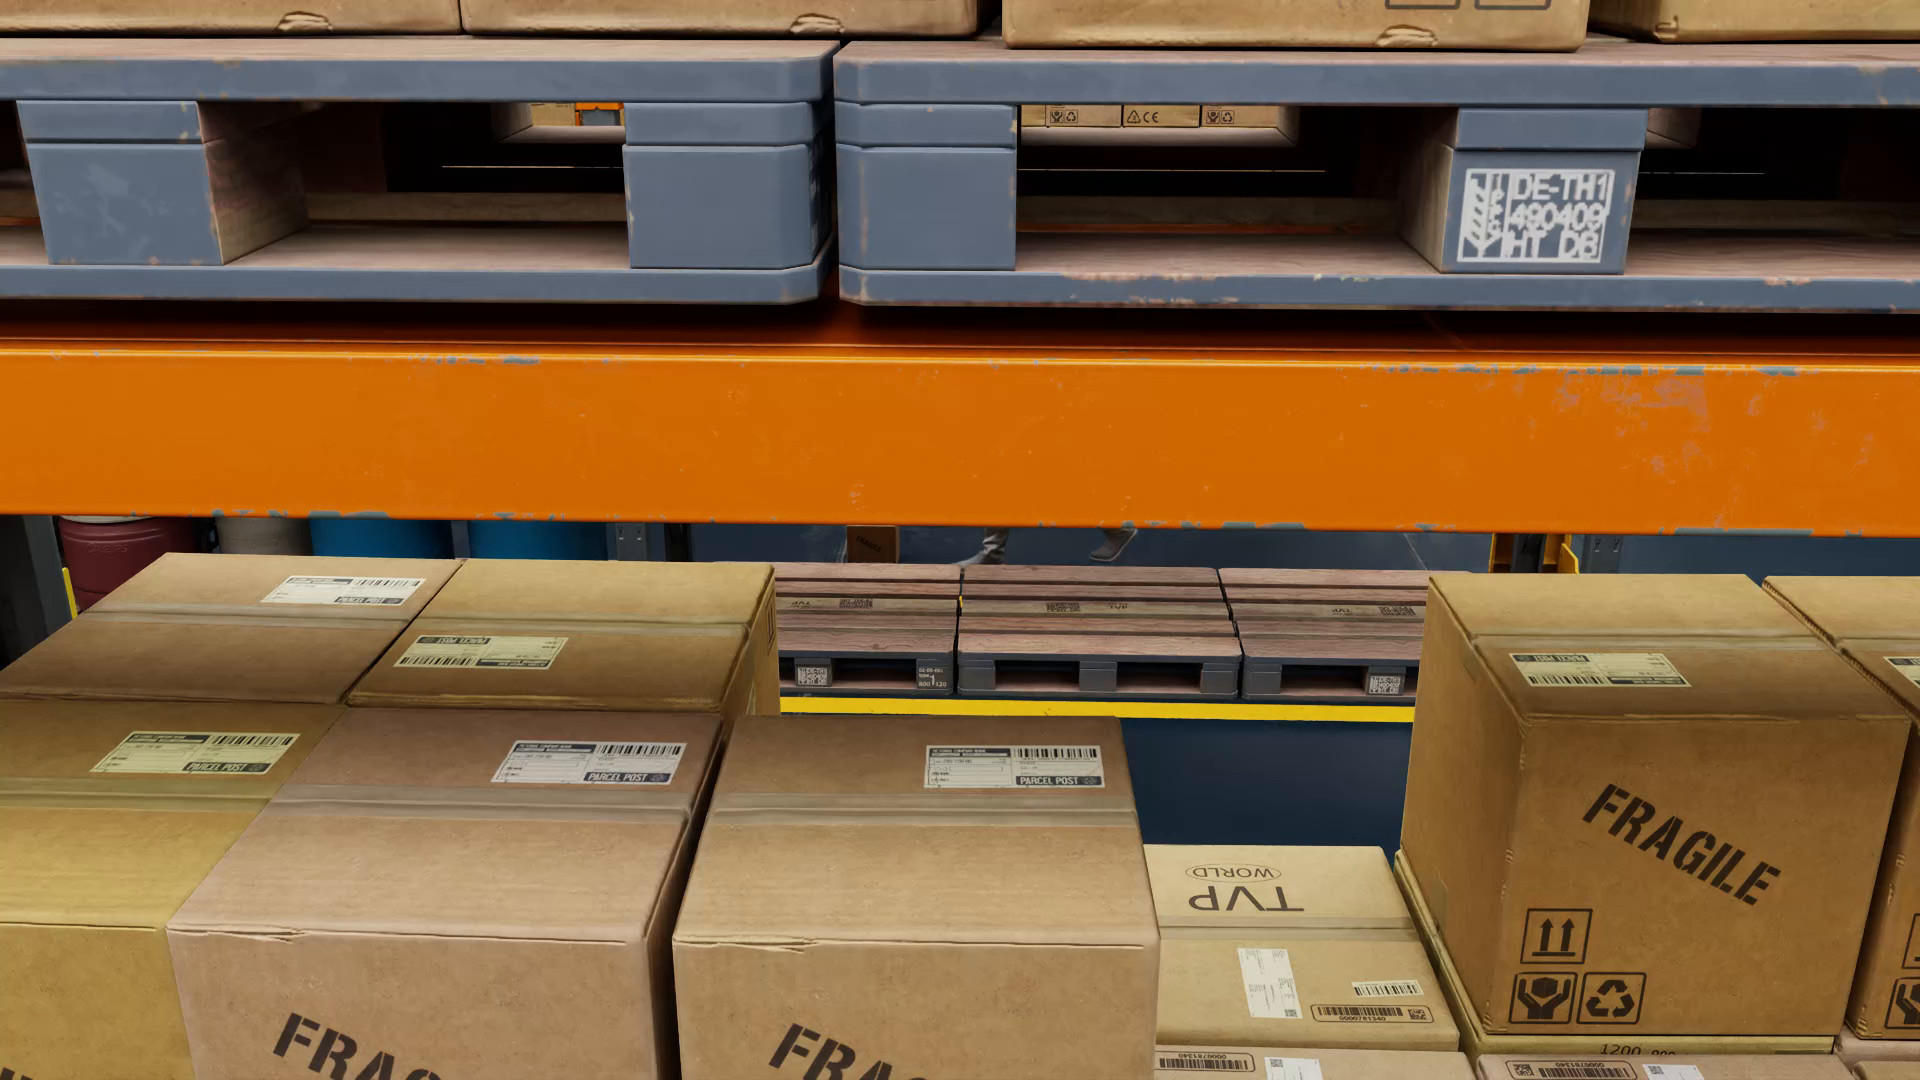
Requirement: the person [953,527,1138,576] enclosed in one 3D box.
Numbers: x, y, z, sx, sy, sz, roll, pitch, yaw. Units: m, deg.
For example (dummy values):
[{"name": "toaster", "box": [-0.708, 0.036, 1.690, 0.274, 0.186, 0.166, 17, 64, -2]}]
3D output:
[{"name": "person", "box": [0.419, -0.612, 8.131, 0.911, 1.649, 0.481, -7, 22, -17]}]
